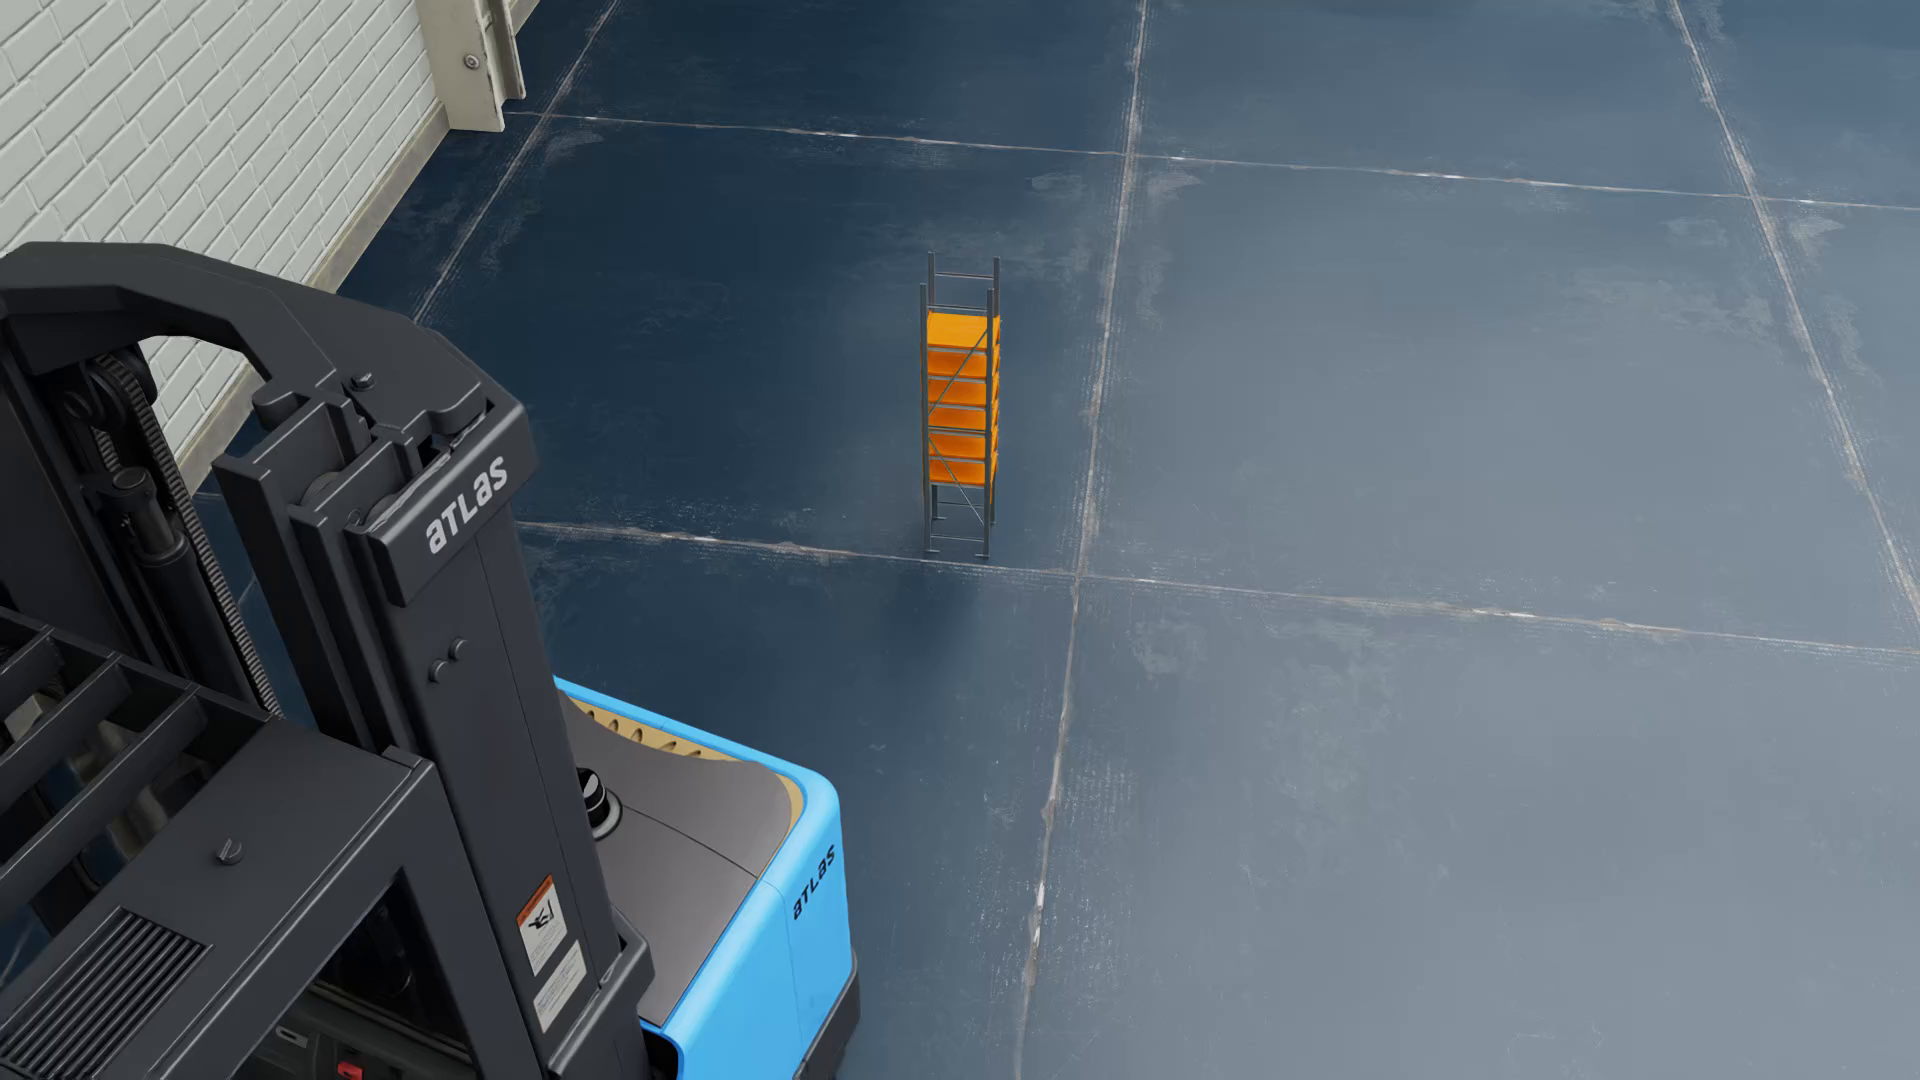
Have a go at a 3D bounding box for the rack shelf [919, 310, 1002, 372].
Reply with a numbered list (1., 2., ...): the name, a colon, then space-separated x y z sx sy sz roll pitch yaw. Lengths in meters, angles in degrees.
1. rack shelf: 0.002 -0.675 5.631 0.258 0.103 0.180 5 44 6

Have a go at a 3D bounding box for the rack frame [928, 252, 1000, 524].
1. rack frame: 0.014 -0.508 5.914 0.240 1.200 0.006 5 44 6

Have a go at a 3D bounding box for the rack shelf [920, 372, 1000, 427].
1. rack shelf: 0.002 -0.500 5.796 0.258 0.103 0.180 5 44 6

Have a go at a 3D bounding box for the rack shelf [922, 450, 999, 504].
1. rack shelf: 0.002 -0.239 6.043 0.258 0.103 0.180 5 44 6

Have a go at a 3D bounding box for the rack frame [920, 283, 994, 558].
1. rack frame: -0.010 -0.383 5.782 0.240 1.200 0.006 5 44 6

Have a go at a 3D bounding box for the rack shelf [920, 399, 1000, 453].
1. rack shelf: 0.002 -0.413 5.878 0.258 0.103 0.180 5 44 6

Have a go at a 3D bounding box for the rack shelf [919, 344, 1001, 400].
1. rack shelf: 0.002 -0.588 5.713 0.258 0.103 0.180 5 44 6

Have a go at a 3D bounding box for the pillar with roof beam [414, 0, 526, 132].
1. pillar with roof beam: 1.815 -5.095 5.085 9.100 9.000 0.400 5 44 6

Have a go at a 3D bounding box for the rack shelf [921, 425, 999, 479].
1. rack shelf: 0.002 -0.326 5.961 0.258 0.103 0.180 5 44 6

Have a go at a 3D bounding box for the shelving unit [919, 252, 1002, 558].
1. shelving unit: 0.002 -0.446 5.848 0.258 1.200 0.189 5 44 6

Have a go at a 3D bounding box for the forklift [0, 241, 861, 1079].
1. forklift: -1.347 1.092 2.965 1.130 2.935 3.031 17 46 17
